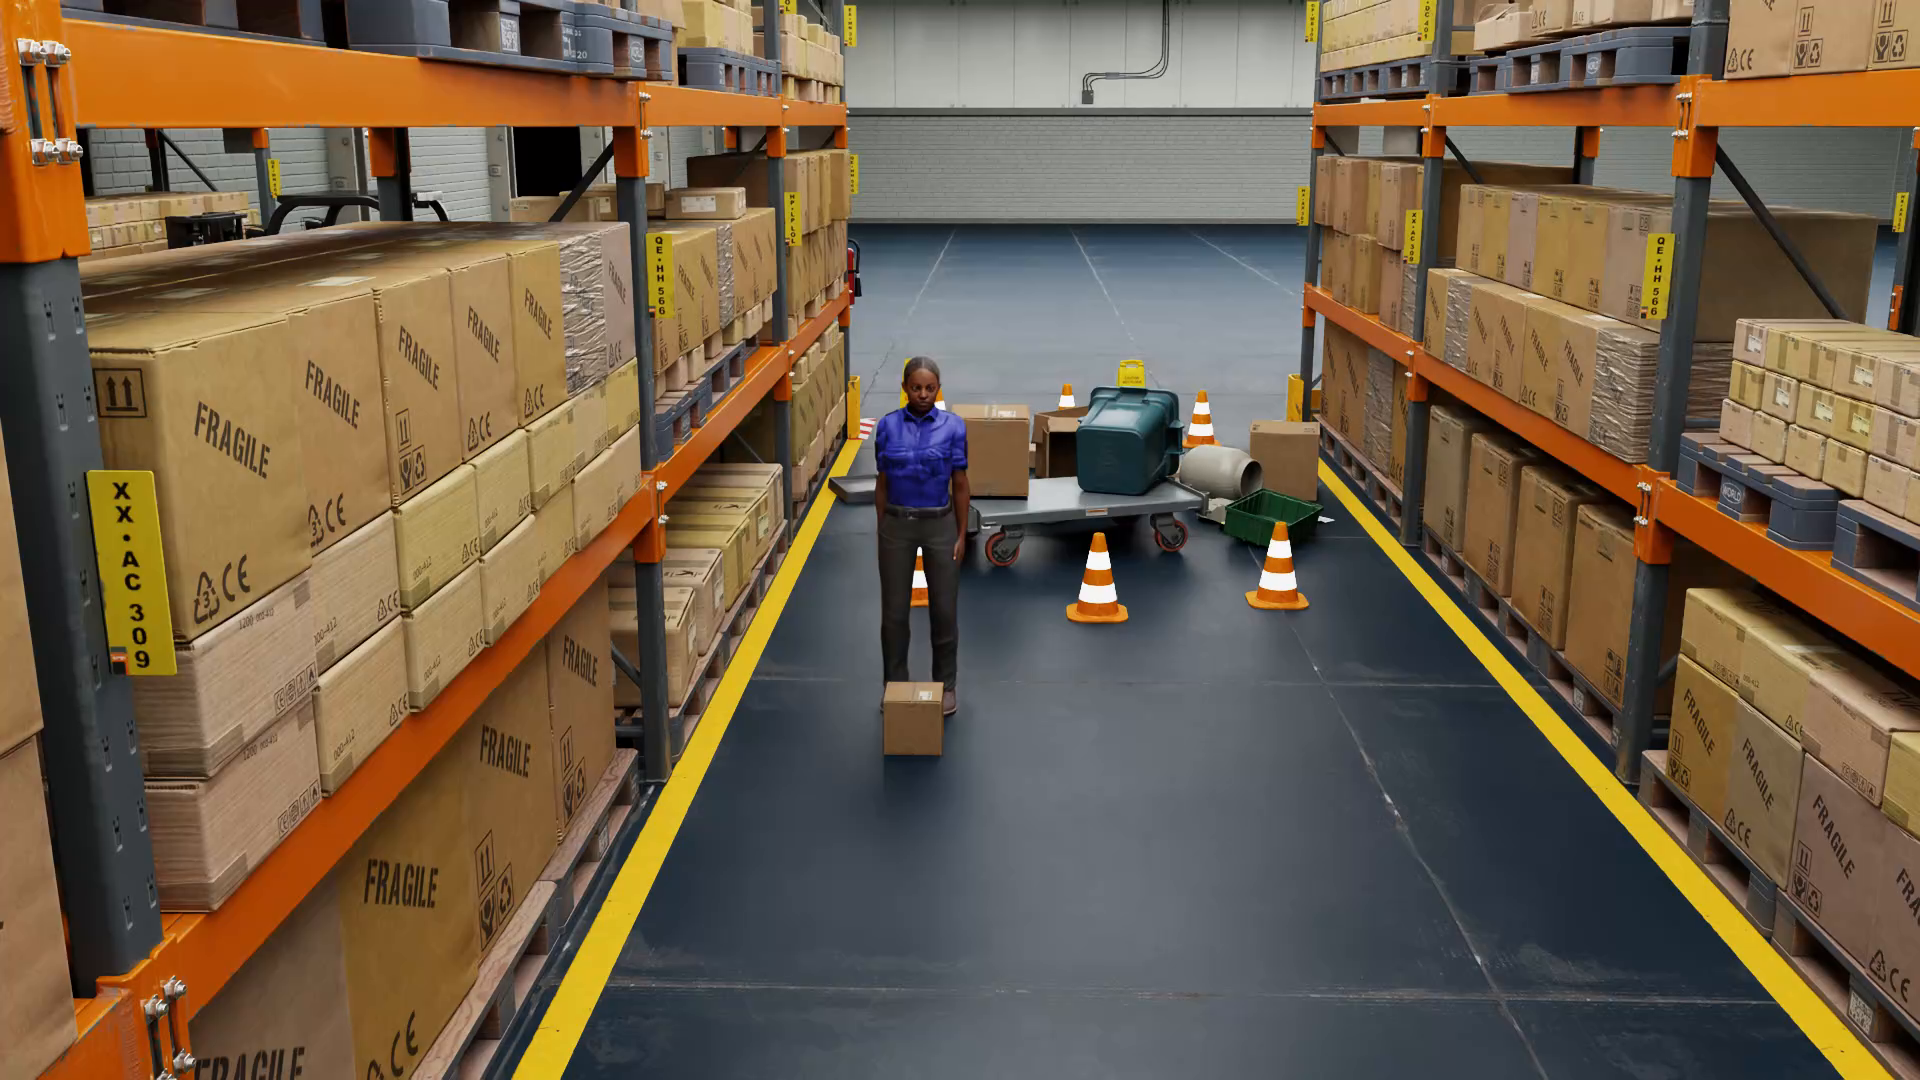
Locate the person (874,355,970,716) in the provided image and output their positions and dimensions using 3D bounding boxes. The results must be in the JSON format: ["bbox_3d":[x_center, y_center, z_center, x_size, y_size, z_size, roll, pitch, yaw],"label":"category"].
[{"bbox_3d":[-0.172,-0.018,7.596,0.437,1.656,0.299,1,14,3],"label":"person"}]
